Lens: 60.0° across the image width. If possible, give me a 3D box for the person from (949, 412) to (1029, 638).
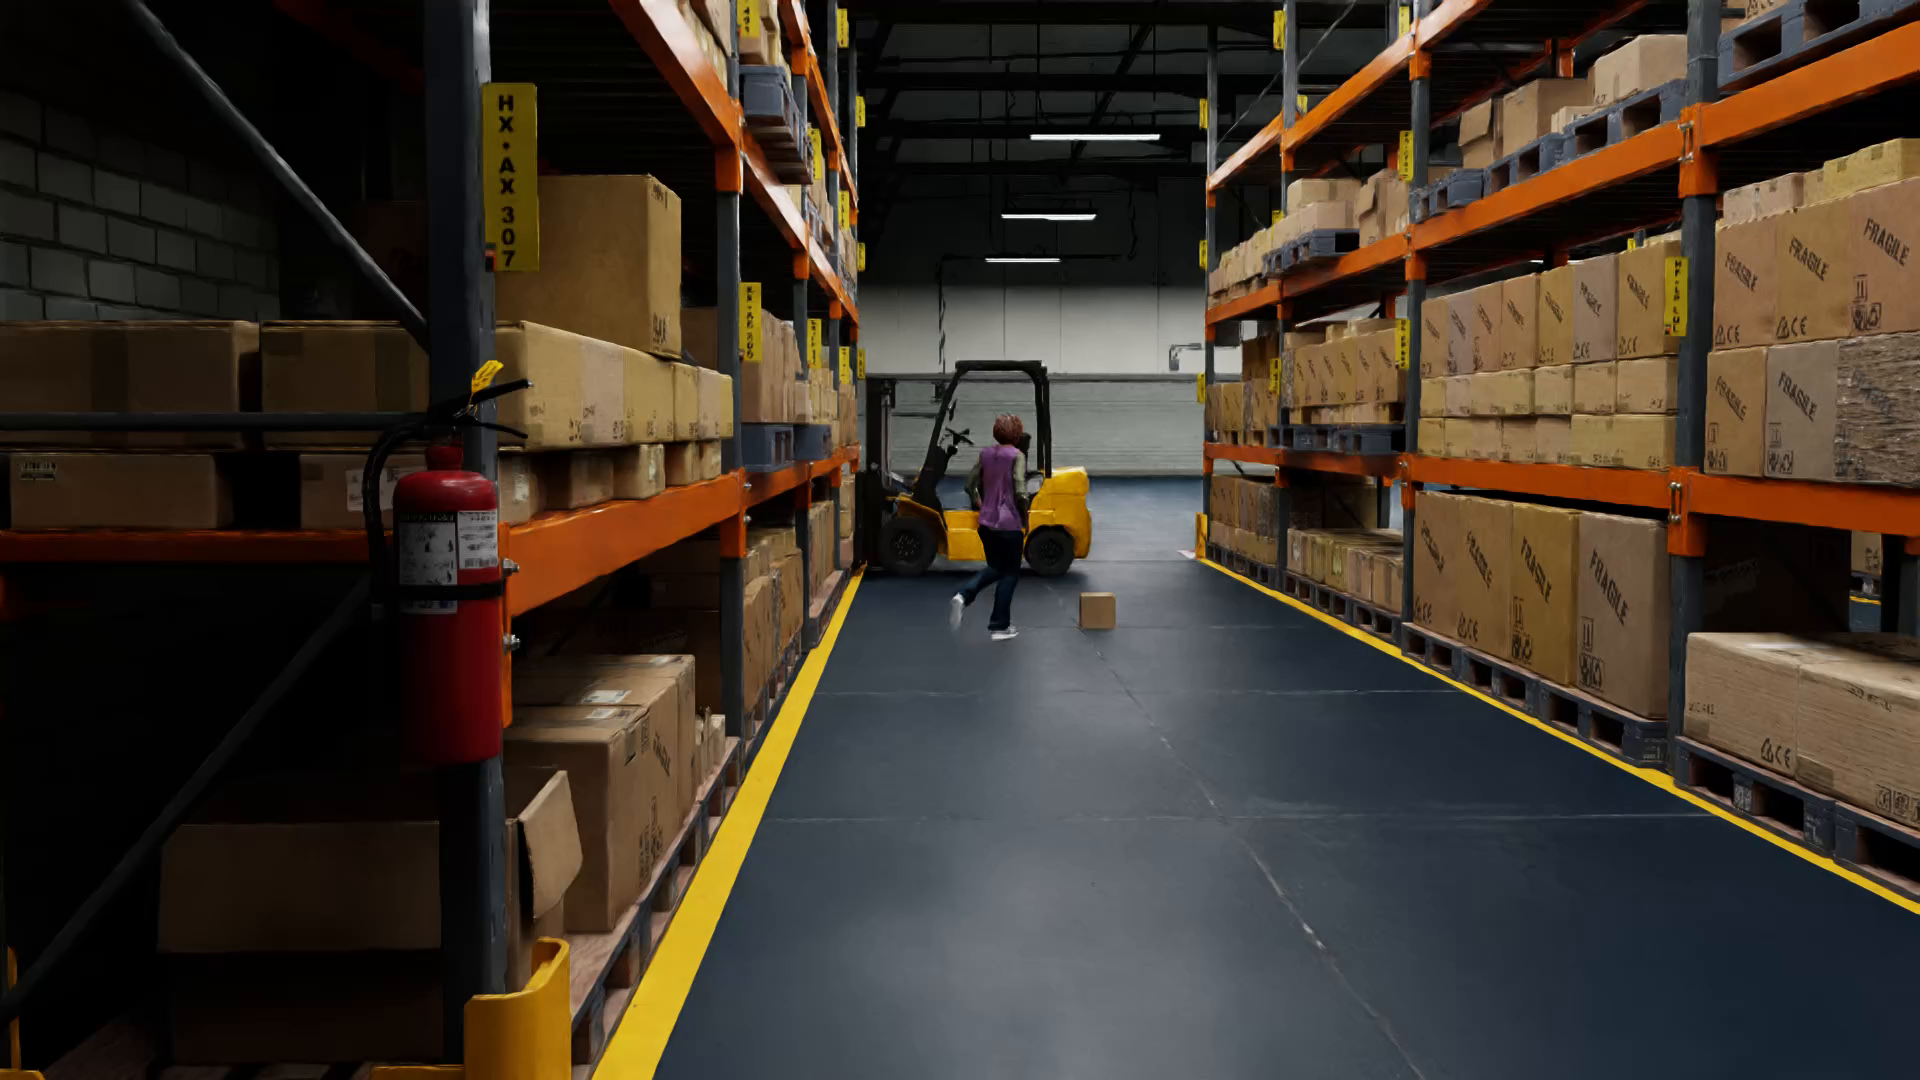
[{"bbox_3d":[0.267,-0.087,11.433,0.544,1.576,0.622,4,5,42],"label":"person"}]
